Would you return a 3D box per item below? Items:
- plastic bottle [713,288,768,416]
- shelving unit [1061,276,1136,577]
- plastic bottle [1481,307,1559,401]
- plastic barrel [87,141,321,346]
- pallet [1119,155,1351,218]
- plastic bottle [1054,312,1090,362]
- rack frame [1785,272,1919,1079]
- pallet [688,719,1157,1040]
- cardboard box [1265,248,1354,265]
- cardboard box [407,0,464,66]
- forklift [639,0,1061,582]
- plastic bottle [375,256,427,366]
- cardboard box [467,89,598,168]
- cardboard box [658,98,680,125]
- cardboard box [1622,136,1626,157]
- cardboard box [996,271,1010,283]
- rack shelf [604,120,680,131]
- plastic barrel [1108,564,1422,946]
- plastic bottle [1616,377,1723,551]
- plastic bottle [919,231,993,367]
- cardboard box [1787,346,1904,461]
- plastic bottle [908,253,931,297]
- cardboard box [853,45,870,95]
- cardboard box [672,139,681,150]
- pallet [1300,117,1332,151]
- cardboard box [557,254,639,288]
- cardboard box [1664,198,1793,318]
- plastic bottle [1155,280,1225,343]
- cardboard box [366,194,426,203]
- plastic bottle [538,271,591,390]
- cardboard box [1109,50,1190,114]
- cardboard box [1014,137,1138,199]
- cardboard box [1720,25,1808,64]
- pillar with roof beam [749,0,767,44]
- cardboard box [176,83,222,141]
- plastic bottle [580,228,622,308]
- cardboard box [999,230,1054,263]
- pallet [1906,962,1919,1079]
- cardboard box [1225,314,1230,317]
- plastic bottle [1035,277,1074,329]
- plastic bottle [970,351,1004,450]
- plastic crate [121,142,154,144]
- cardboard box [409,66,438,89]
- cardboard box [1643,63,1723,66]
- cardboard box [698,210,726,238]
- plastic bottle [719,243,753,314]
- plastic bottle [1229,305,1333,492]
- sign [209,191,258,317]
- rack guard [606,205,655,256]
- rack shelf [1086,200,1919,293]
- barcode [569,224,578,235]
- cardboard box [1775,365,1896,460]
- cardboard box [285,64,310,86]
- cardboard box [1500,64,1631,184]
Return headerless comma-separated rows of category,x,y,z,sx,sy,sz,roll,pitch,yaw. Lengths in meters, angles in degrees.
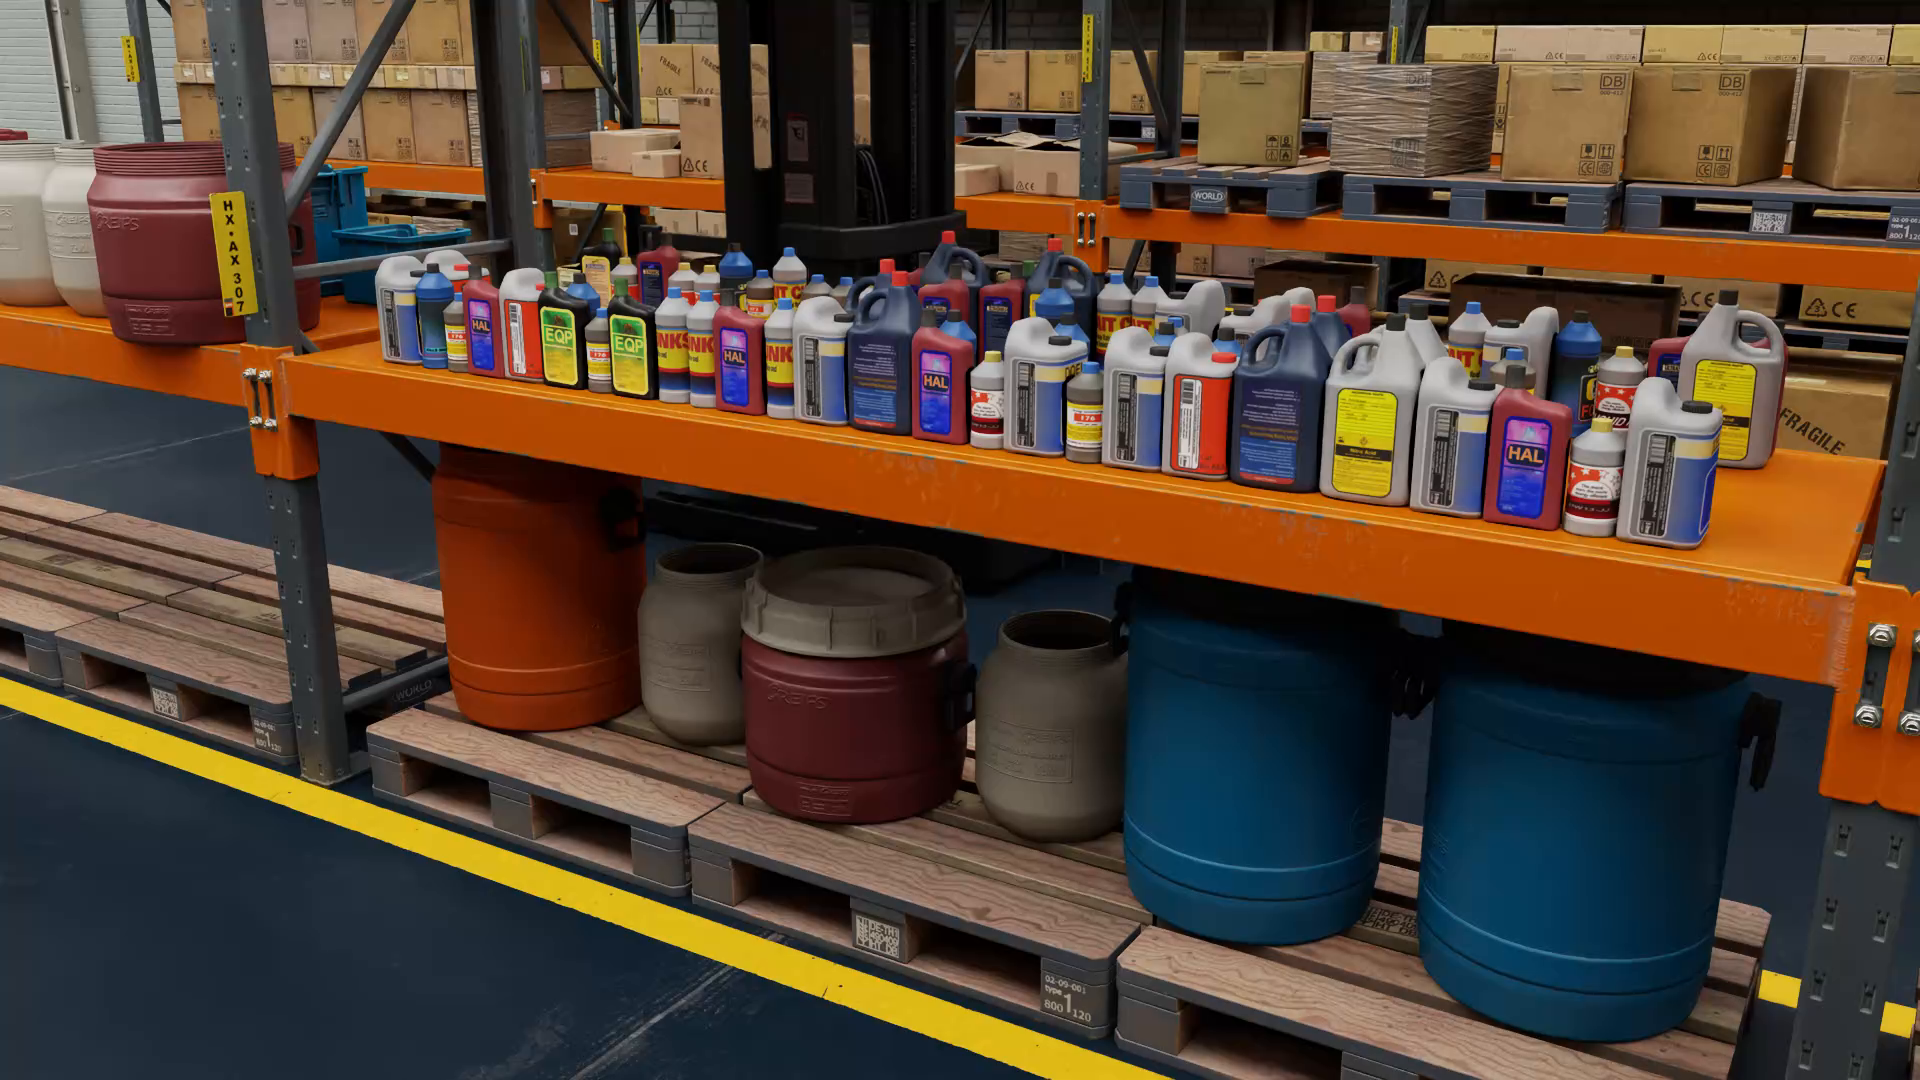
plastic bottle,-0.506,-0.438,3.862,0.133,0.283,0.061,10,20,30
shelving unit,0.567,-0.464,6.845,0.189,1.200,0.258,11,20,32
plastic bottle,1.235,-0.379,3.681,0.135,0.276,0.152,10,20,30
plastic barrel,-2.221,-0.887,4.906,0.708,0.536,0.600,10,20,30
pallet,1.543,-1.875,8.723,1.003,0.211,1.213,10,20,30
plastic bottle,0.233,-0.358,3.620,0.097,0.271,0.097,0,17,0
rack frame,1.742,-0.218,2.938,0.127,3.000,1.000,10,20,30
pallet,0.062,0.803,4.373,1.213,0.211,1.003,10,20,30
cardboard box,2.877,-2.391,13.636,0.500,0.500,0.700,10,20,31
cardboard box,-3.292,-3.472,11.246,0.500,0.500,0.700,10,20,30
forklift,-0.834,-1.527,7.364,3.031,2.935,1.130,11,20,32
plastic bottle,-1.467,-0.621,4.478,0.135,0.276,0.152,10,20,30
cardboard box,-2.861,-2.775,11.183,0.500,0.500,0.700,10,19,29
cardboard box,-2.599,-4.206,16.291,0.500,0.250,0.500,9,19,28
cardboard box,4.788,-2.873,12.077,0.250,0.149,0.380,10,20,31
cardboard box,0.184,-1.436,9.992,0.500,0.311,0.500,10,19,29
rack shelf,-1.595,-3.848,16.127,4.000,0.370,1.077,10,20,30
plastic barrel,0.684,0.391,3.822,0.708,0.901,0.600,10,20,30
plastic bottle,1.237,-0.138,2.889,0.135,0.276,0.152,10,20,30
plastic bottle,-0.011,-0.638,4.407,0.185,0.351,0.144,10,20,30
cardboard box,4.053,-0.592,7.715,0.500,0.500,0.500,9,19,28
plastic bottle,-0.125,-0.641,4.531,0.133,0.283,0.061,10,20,30
cardboard box,-0.883,-4.255,15.161,0.500,0.500,0.500,10,20,30
cardboard box,-1.634,-2.508,10.709,0.258,0.266,0.396,10,19,29
pallet,2.855,-3.270,13.316,1.003,0.211,1.213,10,20,30
cardboard box,-2.258,-1.690,10.827,0.500,0.311,0.500,10,20,30
cardboard box,5.546,-2.045,11.929,0.750,0.750,0.750,11,20,32
plastic bottle,0.560,-0.499,4.078,0.135,0.276,0.152,10,20,30
cardboard box,-4.416,-2.357,12.698,0.500,0.500,0.500,10,20,30
plastic bottle,-0.982,-0.523,4.141,0.133,0.283,0.061,10,20,30
cardboard box,1.575,-3.882,14.070,0.500,0.500,0.700,13,21,38
cardboard box,0.642,-2.076,9.208,0.500,0.311,0.500,12,20,33
cardboard box,5.529,-3.396,11.390,0.500,0.250,0.500,11,20,31
pillar with roof beam,-4.503,-6.409,12.997,0.400,9.000,9.100,10,20,30
cardboard box,-5.497,-3.243,12.725,0.500,0.500,0.700,10,20,30
plastic bottle,-1.099,-0.815,5.103,0.133,0.283,0.061,10,20,30
cardboard box,0.746,-2.795,14.966,0.500,0.500,0.700,11,20,32
pallet,2.389,1.219,3.006,1.213,0.211,1.003,10,20,30
cardboard box,1.167,-0.927,8.816,0.500,0.500,0.500,11,20,32
plastic bottle,0.234,-0.516,4.139,0.097,0.271,0.097,0,17,0
plastic bottle,0.070,-0.302,3.555,0.097,0.201,0.097,0,17,0
plastic crate,-2.883,-1.179,5.990,0.583,0.464,0.402,10,20,30
cardboard box,-3.482,-3.124,11.218,0.250,0.149,0.380,10,20,30
cardboard box,5.110,-3.107,11.732,0.500,0.500,0.500,11,20,32
cardboard box,-2.271,-3.207,16.646,0.500,0.311,0.500,12,21,35
plastic bottle,-0.647,-0.722,4.819,0.097,0.271,0.097,0,17,0
plastic bottle,0.630,-0.281,3.231,0.185,0.351,0.144,10,20,30
sign,-1.949,-0.767,4.465,0.005,0.325,0.100,10,20,30
rack guard,-3.234,-3.289,17.349,0.348,0.500,1.175,10,20,30
rack shelf,2.633,-1.404,8.080,4.000,0.370,1.077,10,20,30
barcode,-2.480,-1.993,10.673,0.075,0.075,0.001,10,20,30
cardboard box,3.767,-0.463,7.287,0.500,0.500,0.500,10,20,30
cardboard box,-4.568,-3.319,11.859,0.250,0.149,0.380,10,19,29
cardboard box,2.800,-1.946,7.733,0.500,0.500,0.700,5,18,16
